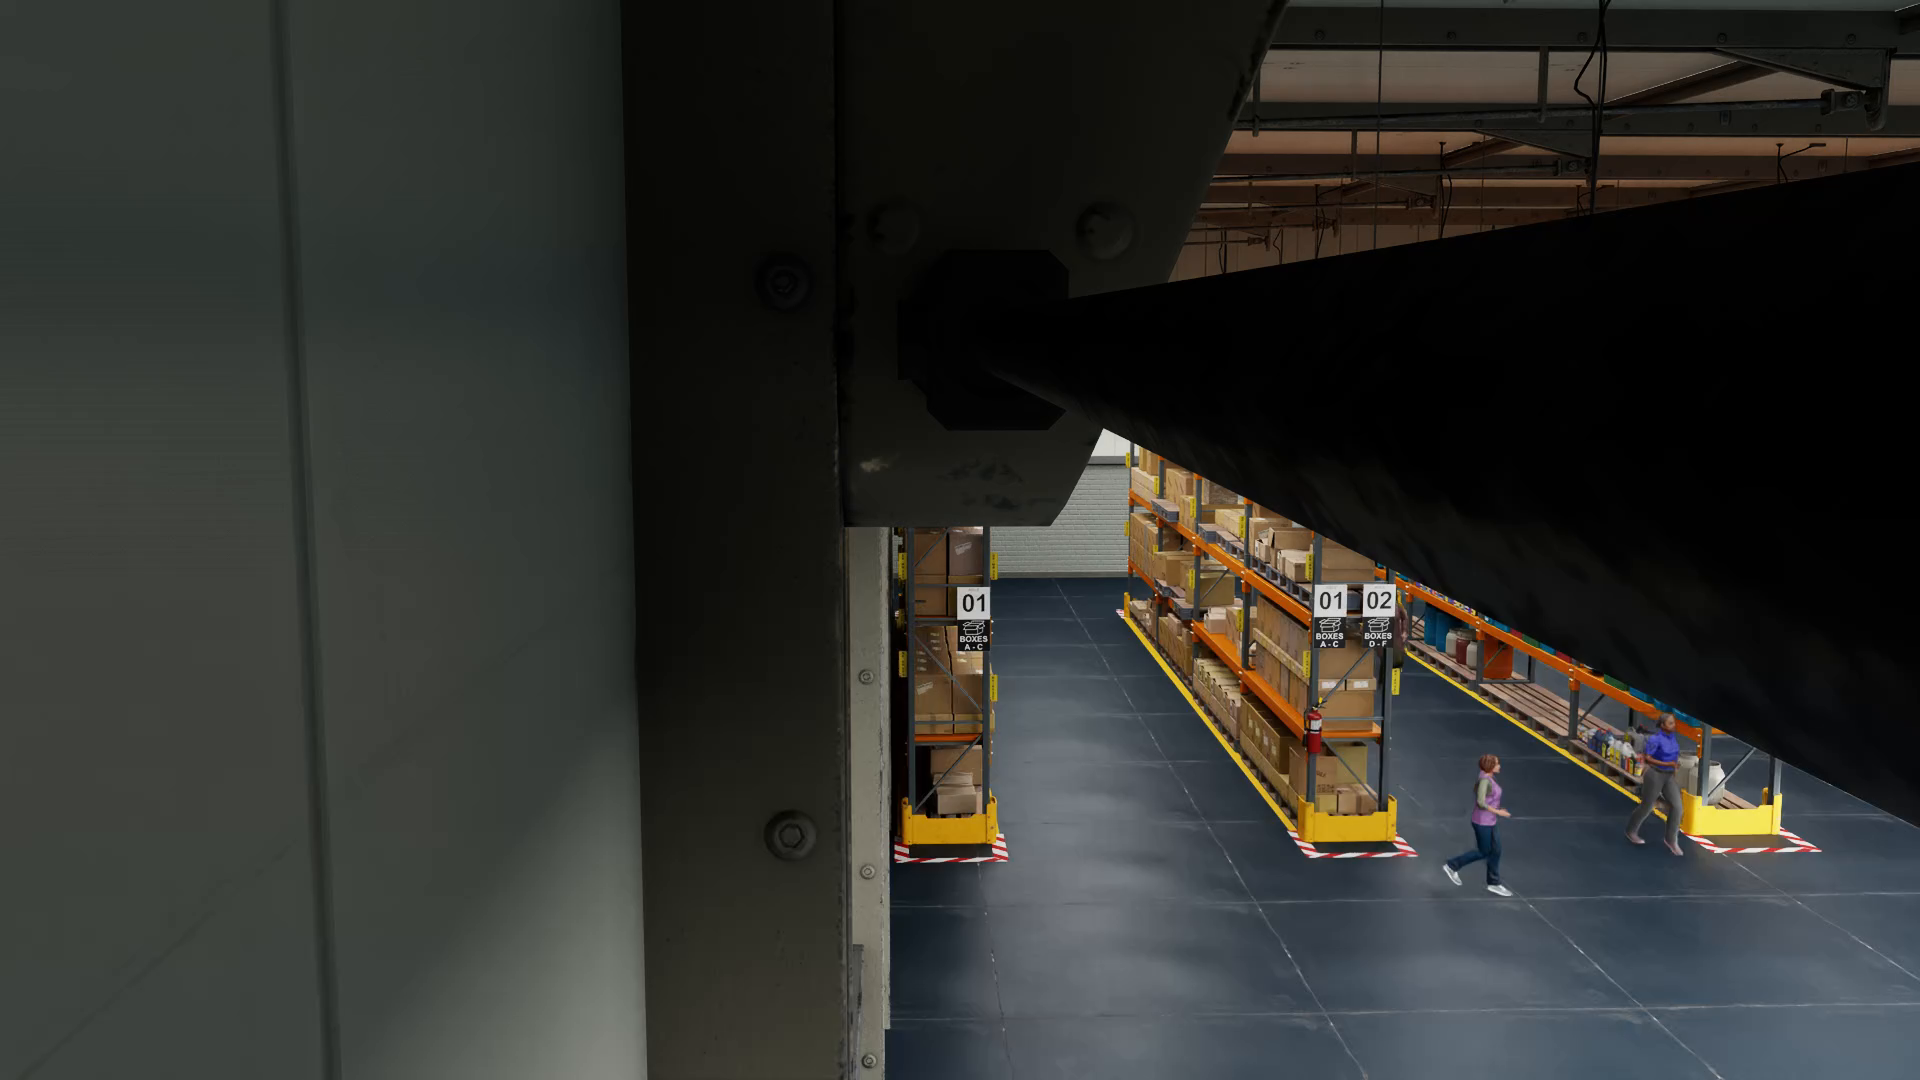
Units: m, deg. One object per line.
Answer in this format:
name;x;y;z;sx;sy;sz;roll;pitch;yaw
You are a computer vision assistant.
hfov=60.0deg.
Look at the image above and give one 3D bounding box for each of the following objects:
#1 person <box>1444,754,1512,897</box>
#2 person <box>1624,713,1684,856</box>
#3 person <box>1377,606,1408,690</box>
person;5.838;3.171;18.646;0.744;1.606;0.566;3;8;25
person;8.515;2.943;20.193;0.599;1.720;0.670;-4;8;-26
person;7.448;1.778;28.839;0.721;1.740;0.680;0;7;-2
